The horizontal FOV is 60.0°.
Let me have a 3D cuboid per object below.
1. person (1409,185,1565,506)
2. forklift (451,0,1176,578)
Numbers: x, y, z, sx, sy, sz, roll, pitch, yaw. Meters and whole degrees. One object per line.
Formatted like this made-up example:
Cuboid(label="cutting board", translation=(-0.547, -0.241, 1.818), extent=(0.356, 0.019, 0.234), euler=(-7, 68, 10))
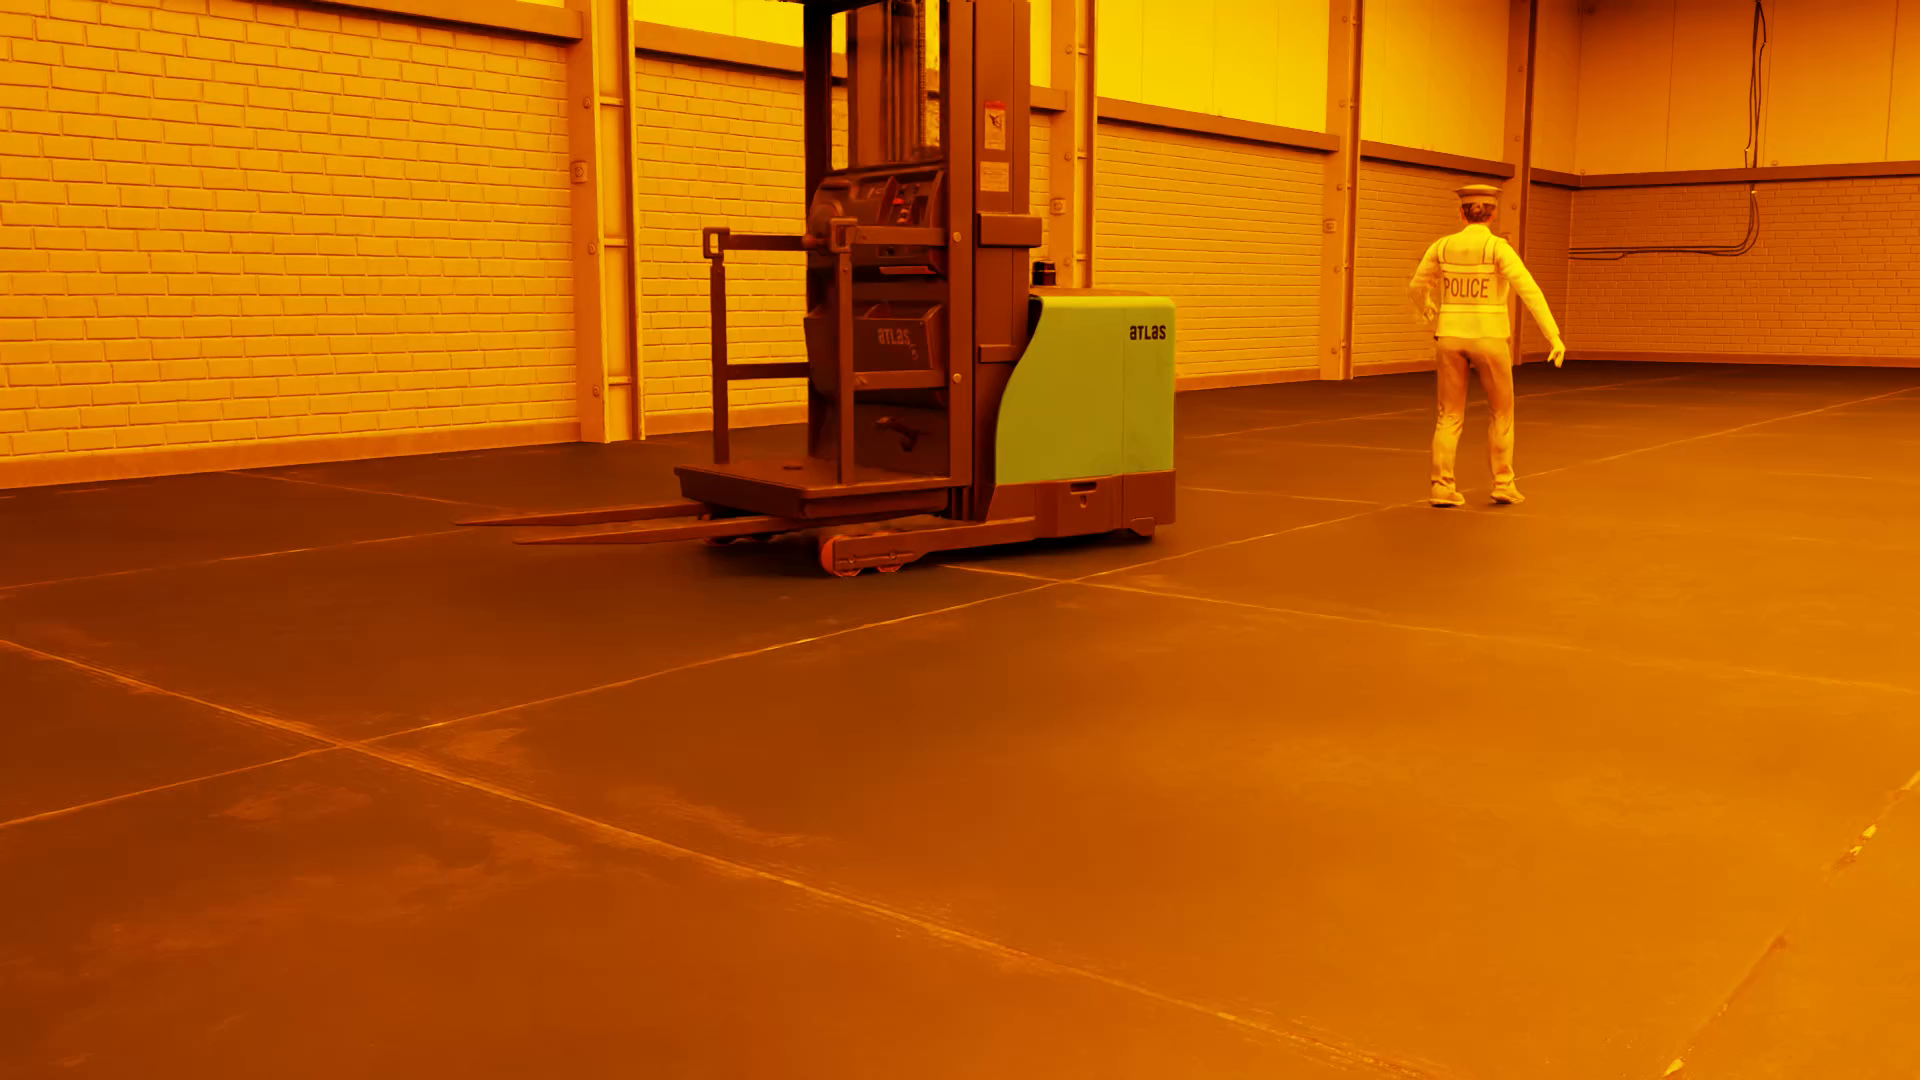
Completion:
Cuboid(label="person", translation=(2.721, -0.985, 8.613), extent=(0.919, 1.672, 0.658), euler=(7, 11, 39))
Cuboid(label="forklift", translation=(-0.522, -1.389, 6.771), extent=(3.031, 2.935, 1.130), euler=(-6, 10, -36))
